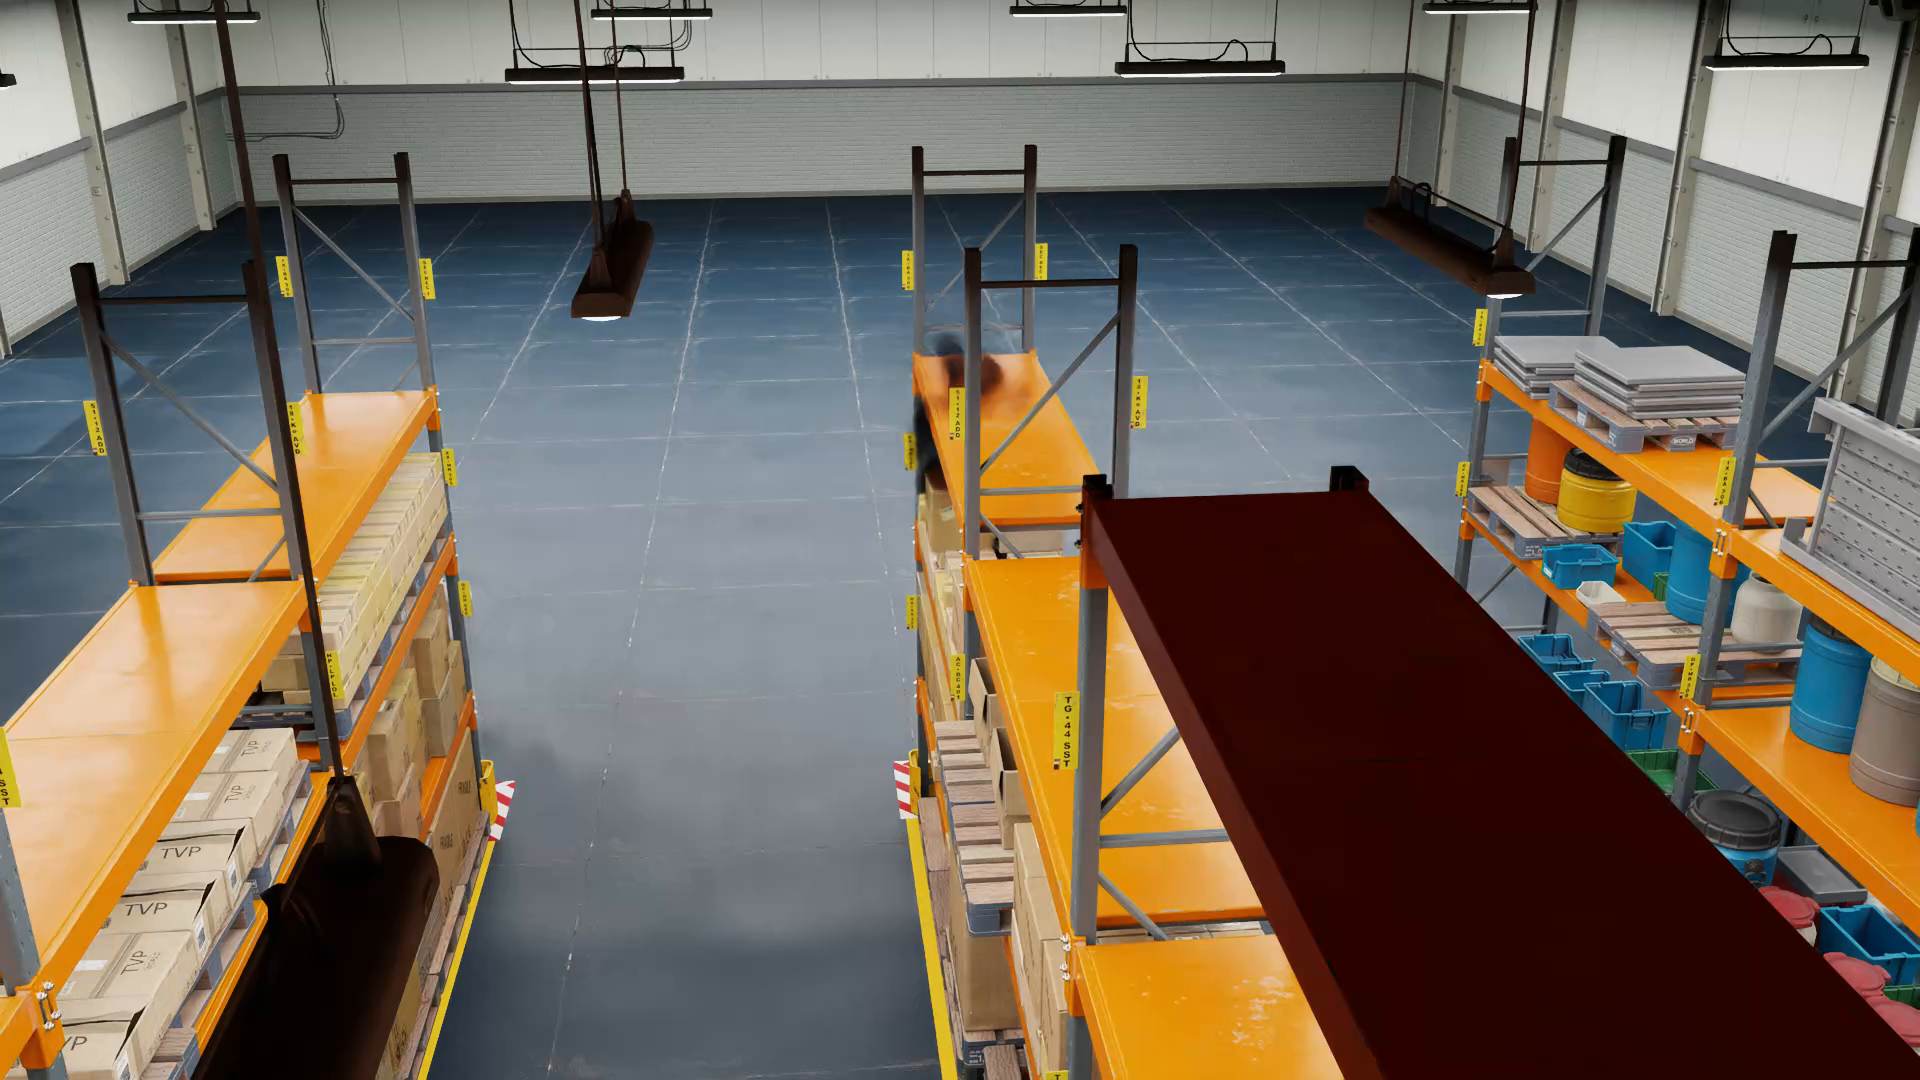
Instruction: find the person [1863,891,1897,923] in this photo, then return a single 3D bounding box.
[{"bbox_3d":[6.809,2.745,12.442,0.590,1.740,0.726,-1,22,-3],"label":"person"}]
